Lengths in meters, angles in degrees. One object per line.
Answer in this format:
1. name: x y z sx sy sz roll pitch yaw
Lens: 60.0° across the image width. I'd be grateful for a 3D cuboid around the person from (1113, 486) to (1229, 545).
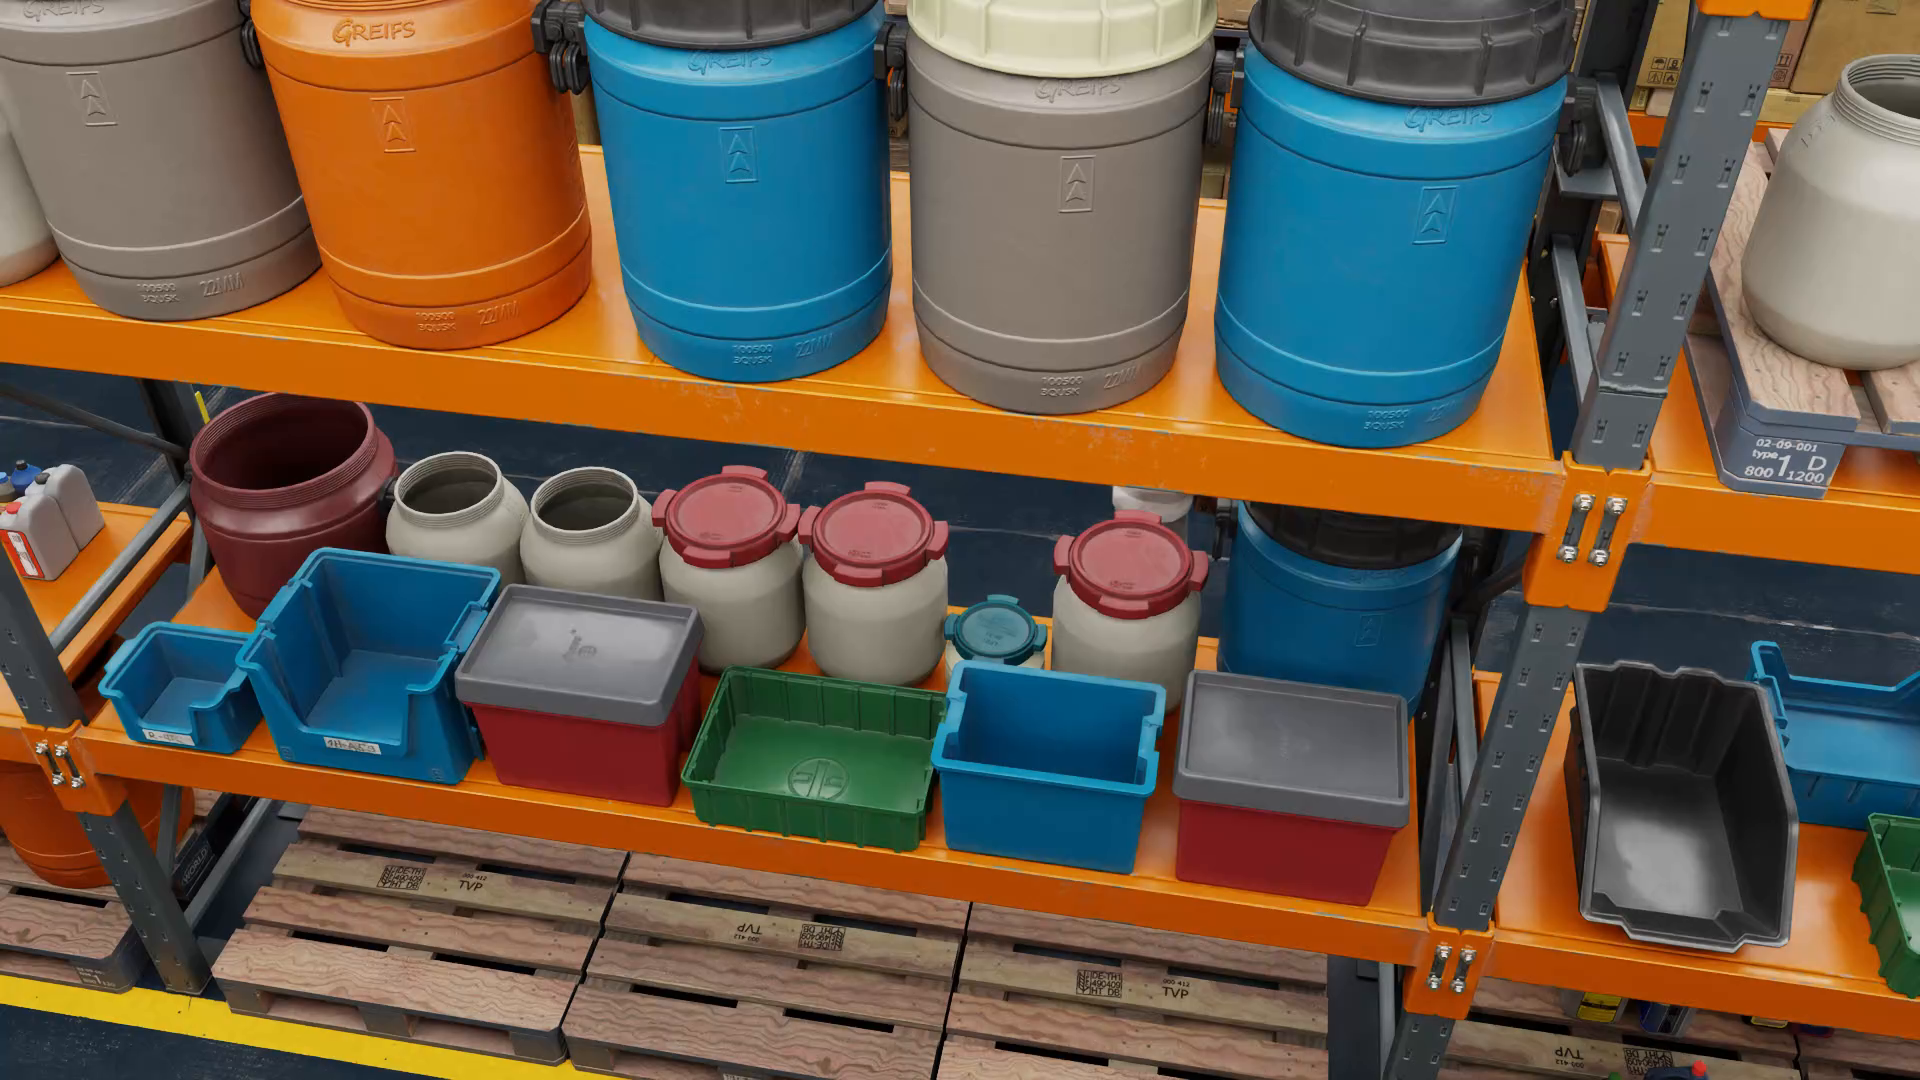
1. person: 0.862 -0.176 6.348 0.571 1.762 0.505 7 41 8
